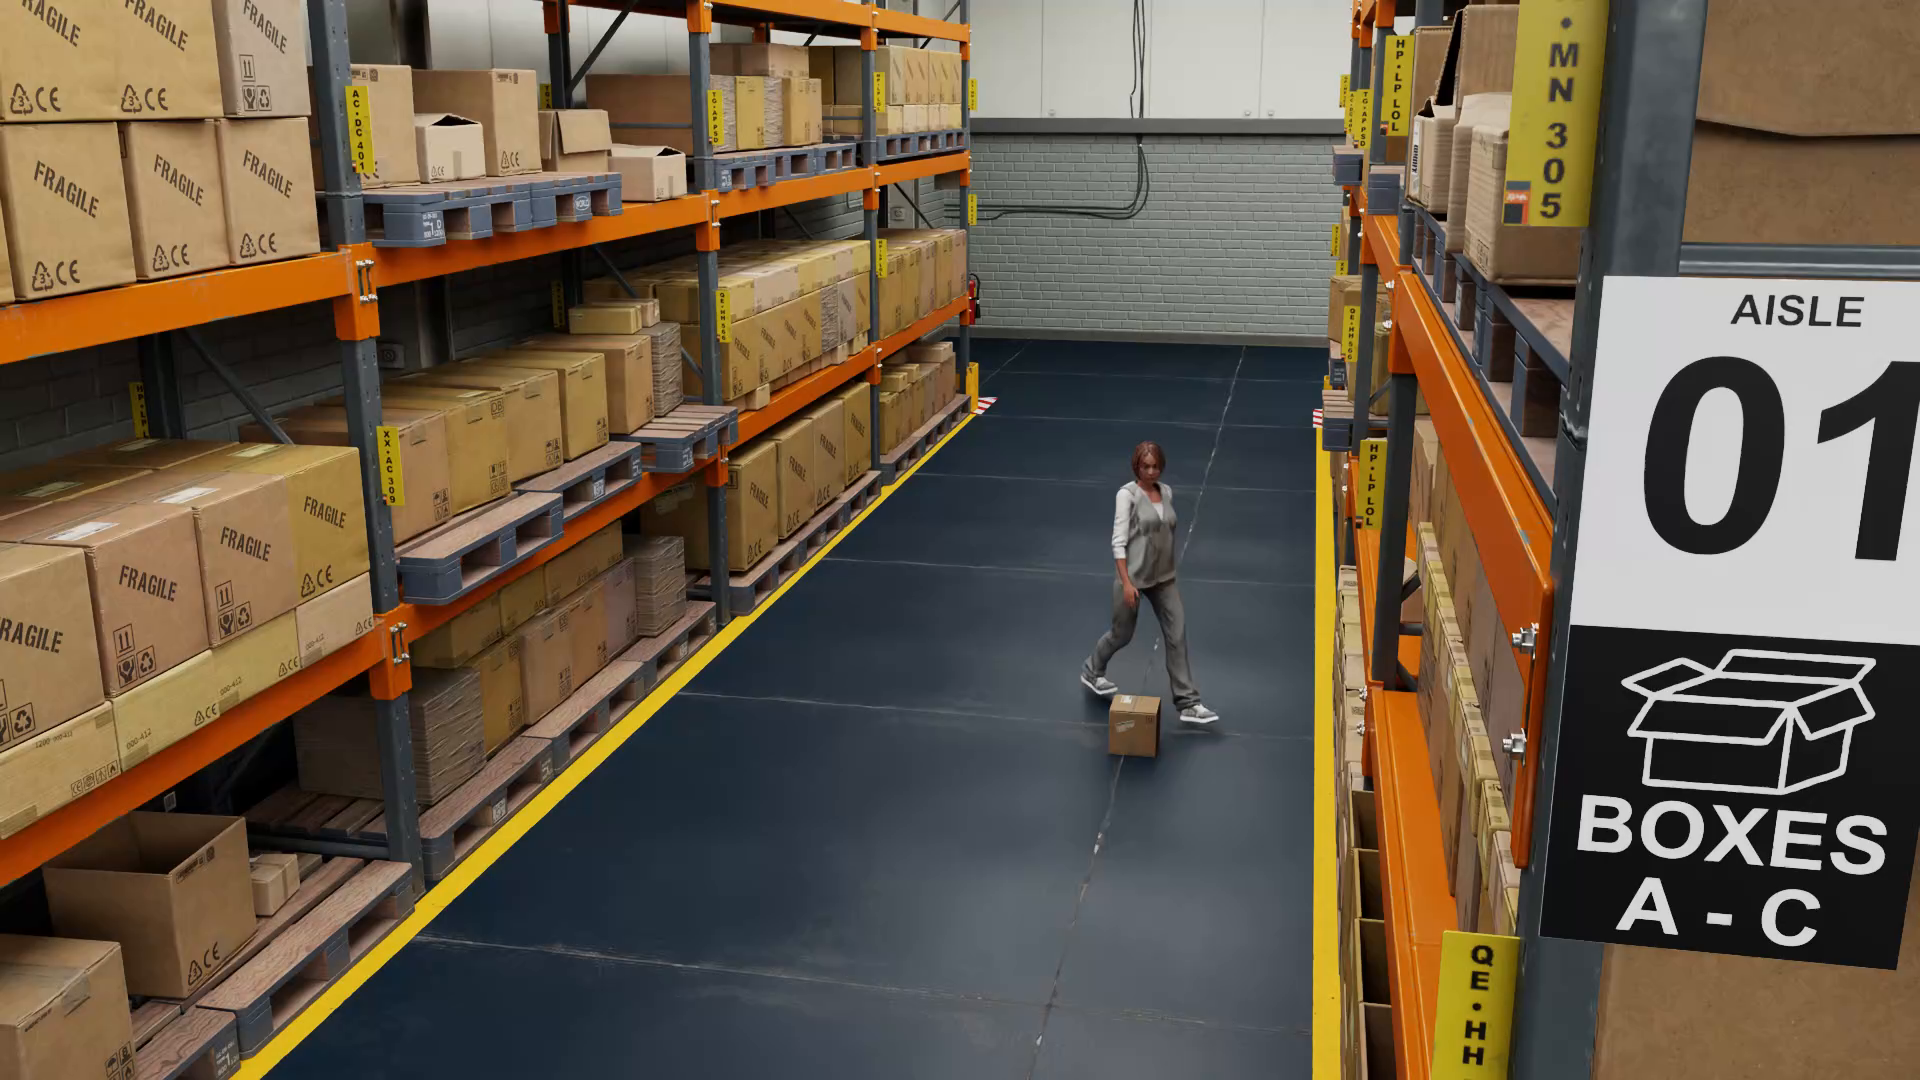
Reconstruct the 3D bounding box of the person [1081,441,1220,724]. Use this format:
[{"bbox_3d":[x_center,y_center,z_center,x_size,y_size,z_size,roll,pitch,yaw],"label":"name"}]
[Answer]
[{"bbox_3d":[1.062,0.223,9.251,0.435,1.534,0.958,-8,17,-27],"label":"person"}]
